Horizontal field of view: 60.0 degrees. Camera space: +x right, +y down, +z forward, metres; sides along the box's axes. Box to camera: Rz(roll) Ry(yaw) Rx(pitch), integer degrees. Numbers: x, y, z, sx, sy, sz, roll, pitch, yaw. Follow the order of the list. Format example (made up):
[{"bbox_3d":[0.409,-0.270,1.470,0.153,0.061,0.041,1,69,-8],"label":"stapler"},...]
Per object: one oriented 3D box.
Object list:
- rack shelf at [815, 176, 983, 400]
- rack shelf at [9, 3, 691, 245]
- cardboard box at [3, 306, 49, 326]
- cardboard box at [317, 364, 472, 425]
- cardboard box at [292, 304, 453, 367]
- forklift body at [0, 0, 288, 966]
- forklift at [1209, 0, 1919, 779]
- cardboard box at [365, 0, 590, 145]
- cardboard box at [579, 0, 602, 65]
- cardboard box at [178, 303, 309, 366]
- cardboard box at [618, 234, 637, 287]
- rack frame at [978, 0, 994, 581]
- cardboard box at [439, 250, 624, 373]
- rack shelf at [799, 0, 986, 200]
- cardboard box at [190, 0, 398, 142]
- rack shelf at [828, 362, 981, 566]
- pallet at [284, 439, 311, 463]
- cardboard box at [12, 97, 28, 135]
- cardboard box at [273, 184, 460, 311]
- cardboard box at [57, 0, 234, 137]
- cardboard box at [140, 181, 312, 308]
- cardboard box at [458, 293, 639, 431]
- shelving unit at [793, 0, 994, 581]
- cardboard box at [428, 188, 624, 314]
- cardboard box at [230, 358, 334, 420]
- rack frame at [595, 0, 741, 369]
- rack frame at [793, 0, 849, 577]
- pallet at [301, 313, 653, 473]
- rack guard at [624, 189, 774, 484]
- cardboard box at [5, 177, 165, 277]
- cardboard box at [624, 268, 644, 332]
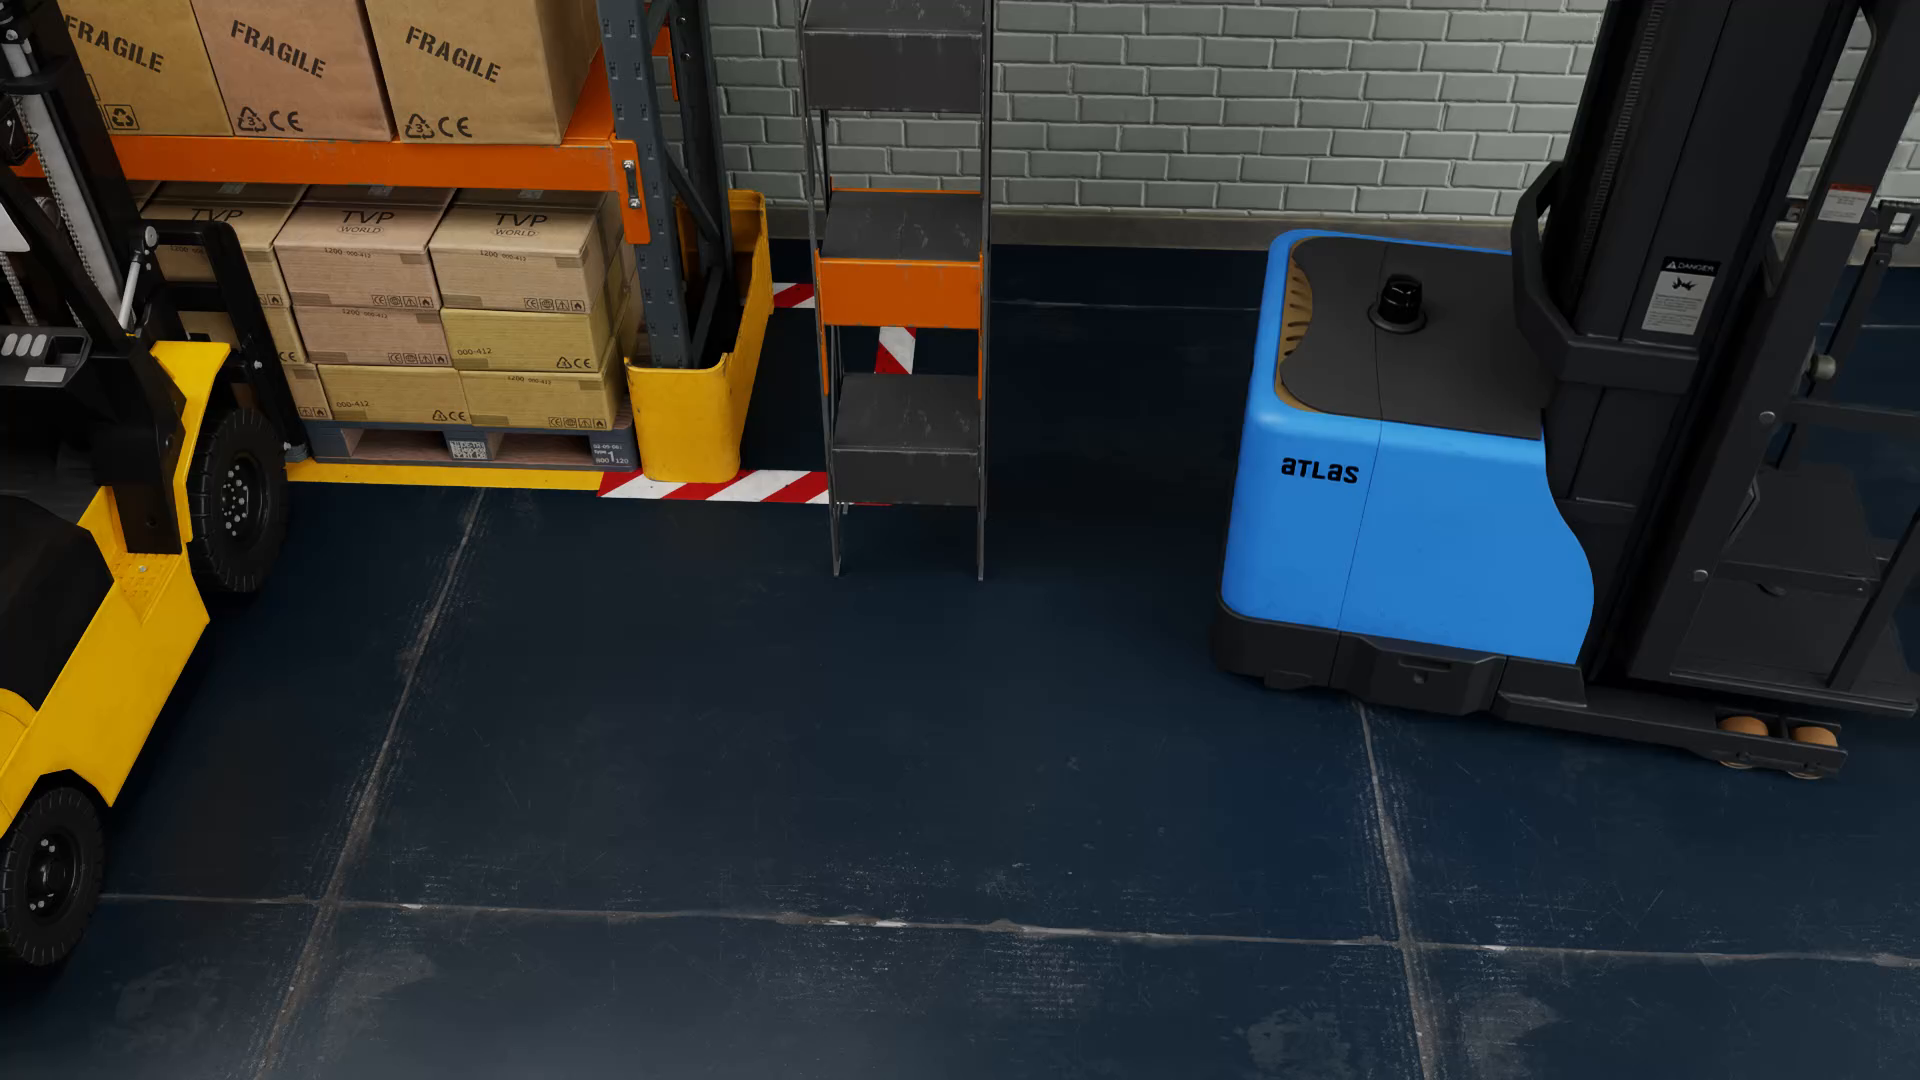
[{"bbox_3d":[-0.165,-0.763,5.049,0.480,0.518,0.431,2,43,2],"label":"rack shelf"},{"bbox_3d":[-2.974,-1.501,5.688,4.000,0.370,1.077,2,43,2],"label":"rack shelf"},{"bbox_3d":[-2.994,-0.877,5.834,0.500,0.250,0.500,2,43,2],"label":"cardboard box"},{"bbox_3d":[-1.956,-0.671,5.979,0.500,0.250,0.500,2,43,2],"label":"cardboard box"},{"bbox_3d":[-1.977,-0.858,5.813,0.500,0.250,0.500,1,43,1],"label":"cardboard box"},{"bbox_3d":[-2.953,-0.208,4.395,1.214,2.155,2.313,2,43,2],"label":"forklift body"},{"bbox_3d":[2.360,-0.754,4.410,3.031,2.935,1.130,8,44,9],"label":"forklift"},{"bbox_3d":[-1.480,-1.576,5.167,0.500,0.500,0.500,1,43,1],"label":"cardboard box"},{"bbox_3d":[-1.459,-1.944,5.562,0.500,0.500,0.500,3,43,3],"label":"cardboard box"},{"bbox_3d":[-2.494,-0.860,5.814,0.500,0.250,0.500,1,43,1],"label":"cardboard box"},{"bbox_3d":[-1.437,-1.189,6.168,0.500,0.250,0.500,2,43,3],"label":"cardboard box"},{"bbox_3d":[0.079,-0.766,5.032,0.015,2.100,0.400,2,43,2],"label":"rack frame"},{"bbox_3d":[-1.477,-0.835,5.788,0.500,0.250,0.500,1,43,1],"label":"cardboard box"},{"bbox_3d":[-0.165,-1.276,4.572,0.480,0.518,0.431,2,43,2],"label":"rack shelf"},{"bbox_3d":[-1.998,-1.598,5.191,0.500,0.500,0.500,3,43,3],"label":"cardboard box"},{"bbox_3d":[-0.165,-0.251,5.526,0.480,0.518,0.431,2,43,2],"label":"rack shelf"},{"bbox_3d":[-2.958,-0.717,6.364,1.213,0.211,1.003,2,43,2],"label":"pallet"},{"bbox_3d":[-3.012,-1.621,5.216,0.500,0.500,0.500,2,43,2],"label":"cardboard box"},{"bbox_3d":[-1.961,-1.030,5.630,0.500,0.250,0.500,2,43,3],"label":"cardboard box"},{"bbox_3d":[-2.510,-1.613,5.208,0.500,0.500,0.500,1,43,1],"label":"cardboard box"},{"bbox_3d":[-2.465,-1.038,5.640,0.500,0.250,0.500,2,43,2],"label":"cardboard box"},{"bbox_3d":[-1.460,-0.650,5.956,0.500,0.250,0.500,2,43,2],"label":"cardboard box"},{"bbox_3d":[-0.165,-0.773,5.040,0.503,2.100,0.431,2,43,2],"label":"shelving unit"},{"bbox_3d":[-1.451,-1.018,5.618,0.500,0.250,0.500,3,43,3],"label":"cardboard box"},{"bbox_3d":[-2.456,-0.693,6.002,0.500,0.250,0.500,2,43,2],"label":"cardboard box"},{"bbox_3d":[-0.976,-1.703,5.377,0.127,3.000,1.000,2,43,2],"label":"rack frame"},{"bbox_3d":[-0.409,-0.781,5.048,0.015,2.100,0.400,2,43,2],"label":"rack frame"},{"bbox_3d":[-1.742,-0.677,6.322,1.213,0.211,1.003,2,43,2],"label":"pallet"},{"bbox_3d":[-0.952,-0.787,6.228,0.348,0.500,1.175,2,43,2],"label":"rack guard"},{"bbox_3d":[-2.971,-1.059,5.662,0.500,0.250,0.500,1,43,1],"label":"cardboard box"},{"bbox_3d":[-1.458,-0.998,6.330,0.500,0.250,0.500,2,43,2],"label":"cardboard box"}]
